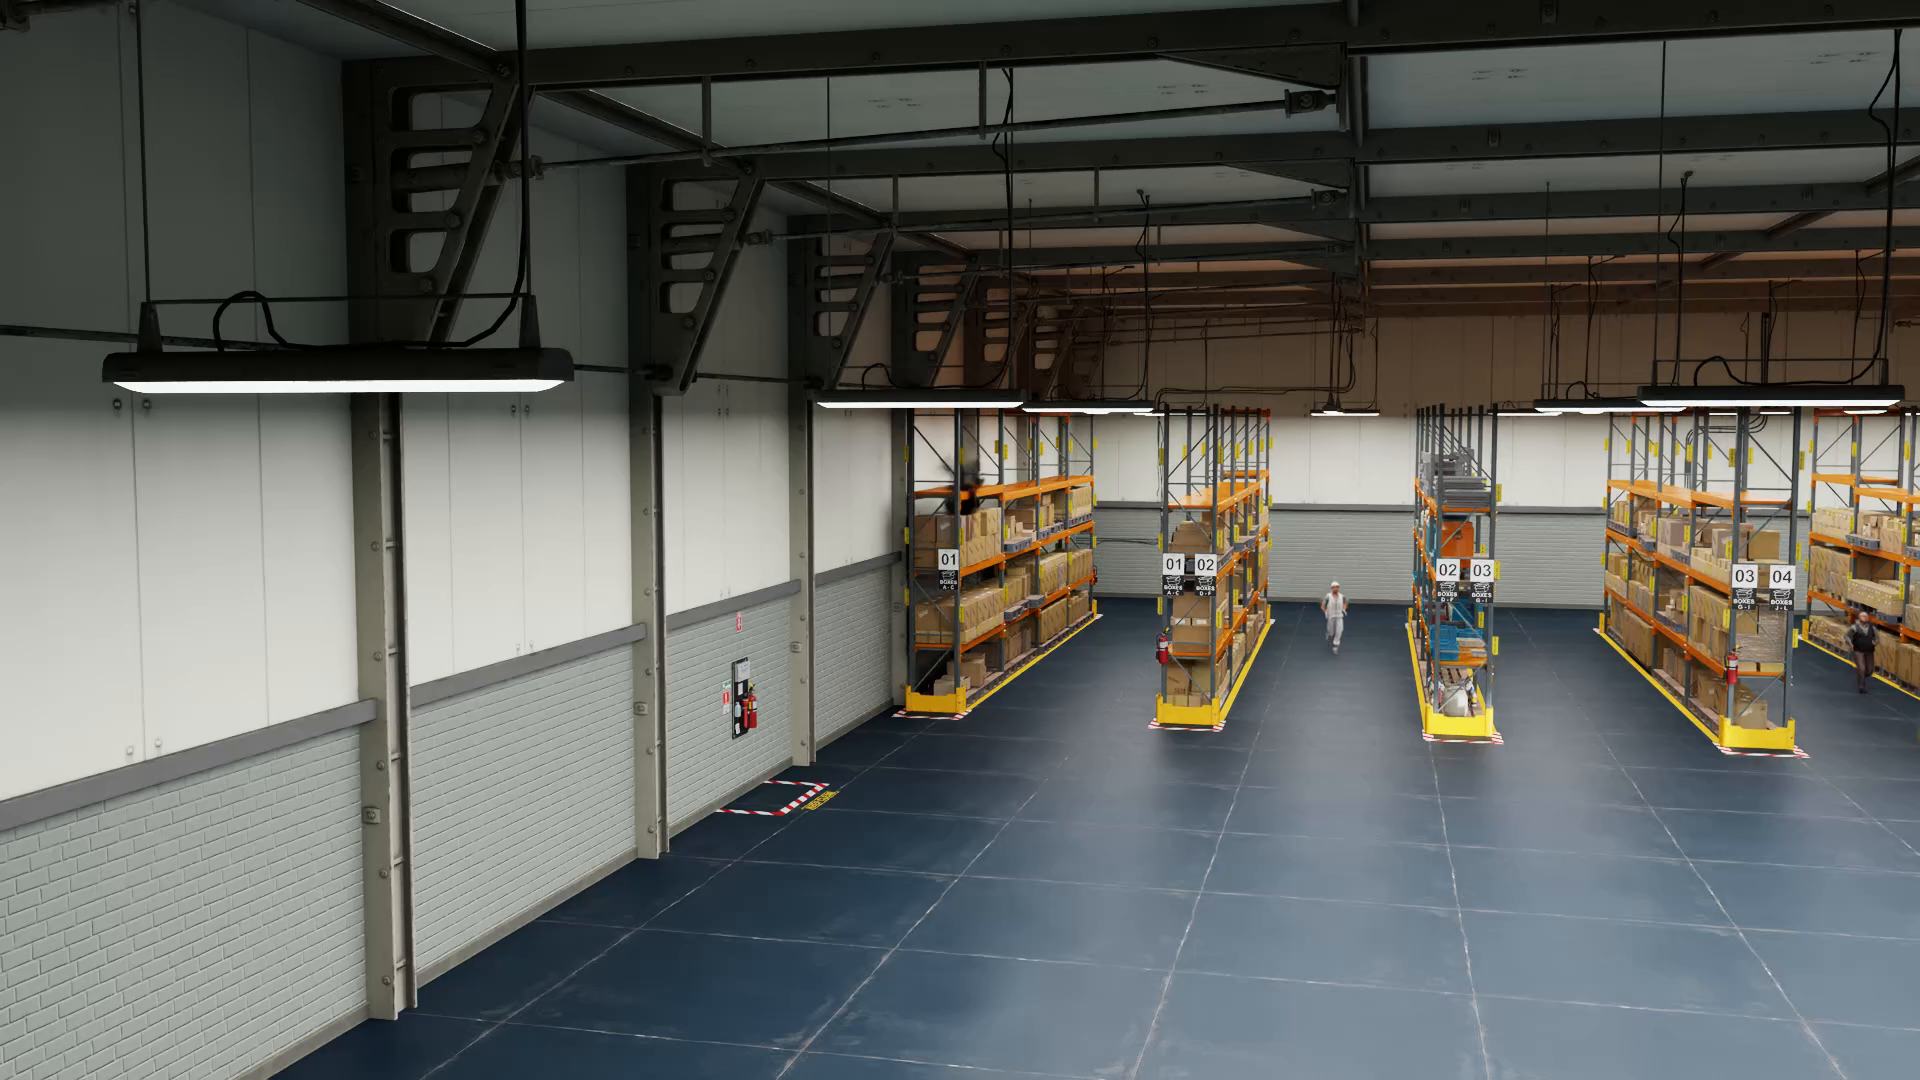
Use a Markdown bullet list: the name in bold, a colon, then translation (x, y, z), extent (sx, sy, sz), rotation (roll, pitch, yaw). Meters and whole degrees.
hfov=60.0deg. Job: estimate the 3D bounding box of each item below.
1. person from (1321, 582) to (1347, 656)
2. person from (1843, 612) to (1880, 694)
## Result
- **person**: translation (9.130, 1.899, 40.494), extent (0.653, 1.758, 0.817), rotation (0, 4, -1)
- **person**: translation (18.859, 2.350, 34.761), extent (0.668, 1.689, 0.803), rotation (1, 4, 11)
